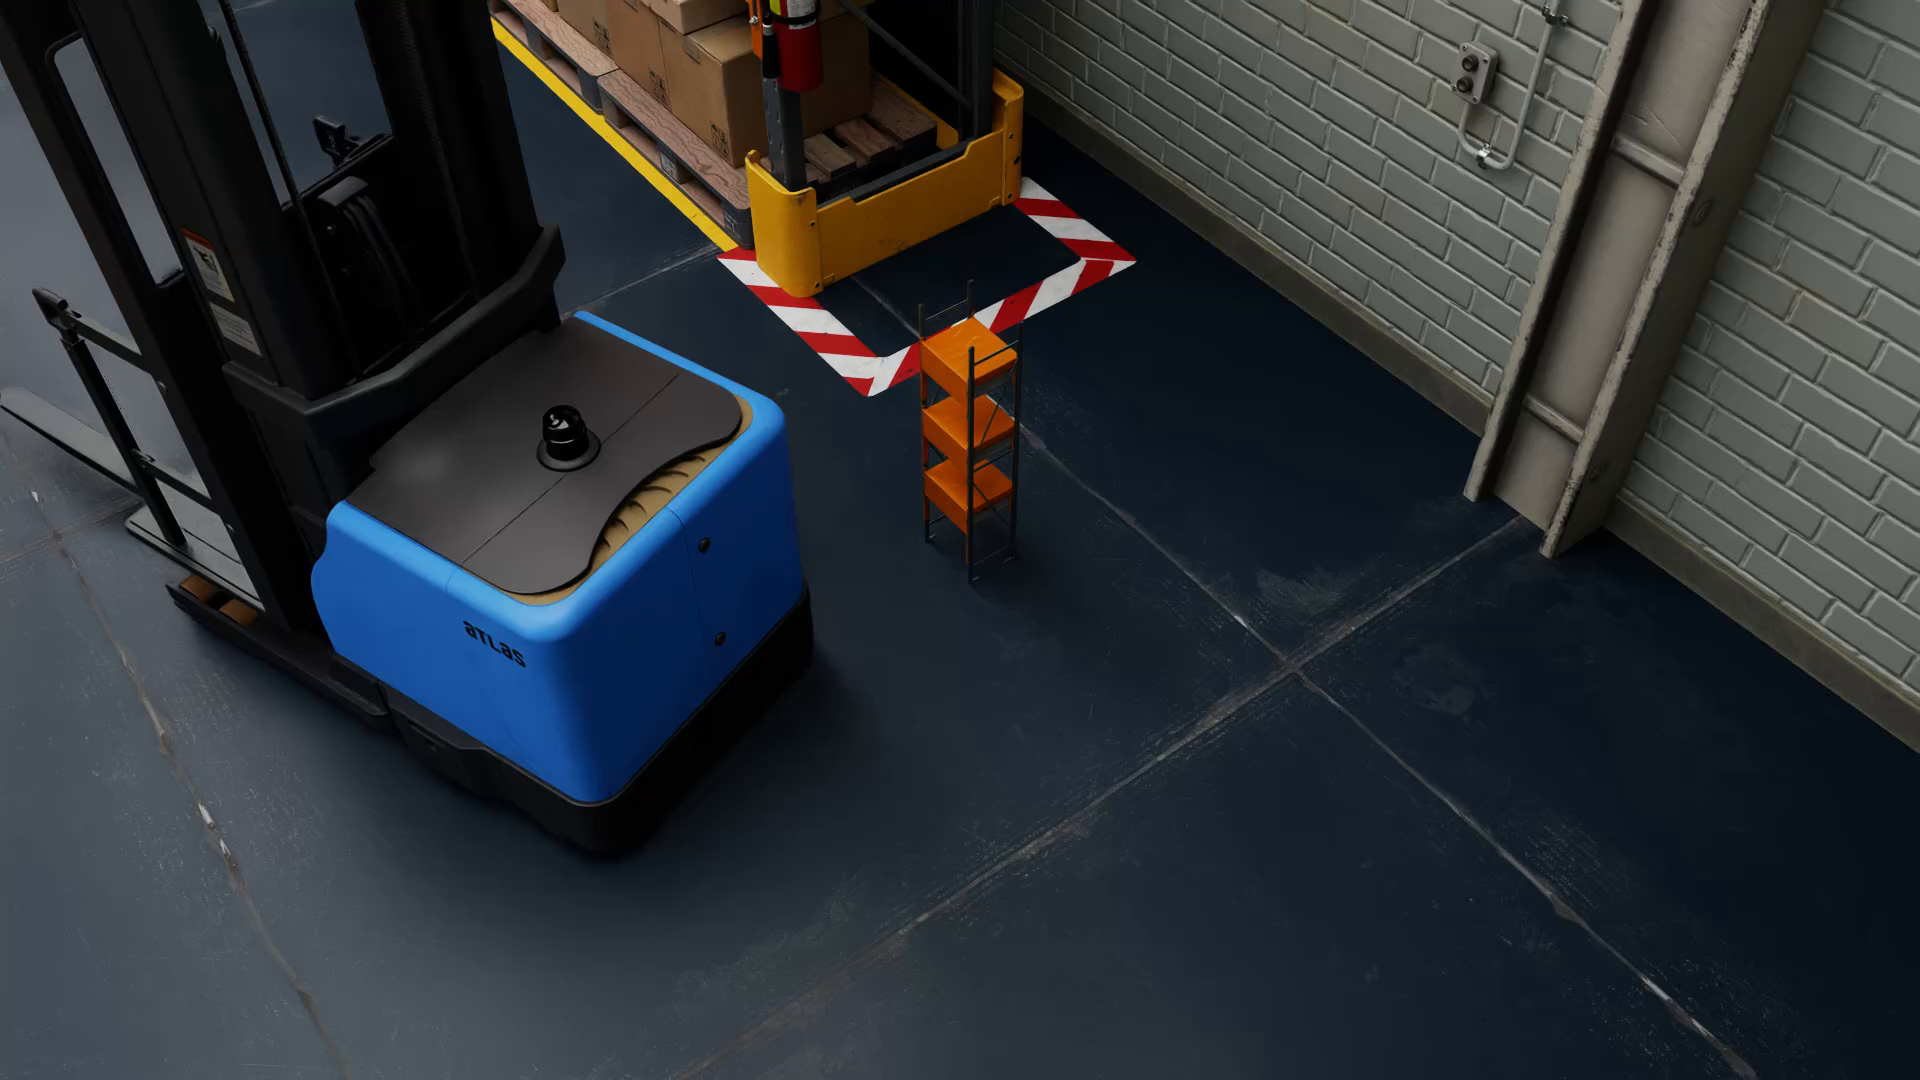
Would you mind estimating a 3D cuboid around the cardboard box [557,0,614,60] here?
[{"bbox_3d":[-1.411,-2.589,7.476,0.700,0.500,0.500,-31,55,-25],"label":"cardboard box"}]

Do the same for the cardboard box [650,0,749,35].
[{"bbox_3d":[-1.026,-2.210,6.694,0.380,0.149,0.250,-30,54,-24],"label":"cardboard box"}]

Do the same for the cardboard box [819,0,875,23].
[{"bbox_3d":[-0.568,-2.232,6.714,0.380,0.149,0.250,-29,54,-24],"label":"cardboard box"}]

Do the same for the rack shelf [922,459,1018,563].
[{"bbox_3d":[0.032,-0.127,5.546,0.215,0.259,0.240,-29,54,-24],"label":"rack shelf"}]

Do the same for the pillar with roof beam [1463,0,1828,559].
[{"bbox_3d":[-1.403,-1.208,0.771,9.100,9.000,0.400,-29,54,-24],"label":"pillar with roof beam"}]

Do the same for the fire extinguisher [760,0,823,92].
[{"bbox_3d":[-0.576,-1.881,5.735,0.296,0.674,0.183,-29,54,-24],"label":"fire extinguisher"}]

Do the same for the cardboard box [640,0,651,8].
[{"bbox_3d":[-1.181,-2.360,6.831,0.380,0.149,0.250,-28,54,-23],"label":"cardboard box"}]

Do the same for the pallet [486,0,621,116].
[{"bbox_3d":[-1.581,-2.547,7.917,1.003,0.211,1.213,-29,54,-24],"label":"pallet"}]

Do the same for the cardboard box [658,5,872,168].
[{"bbox_3d":[-0.803,-1.998,6.940,0.700,0.500,0.500,-29,54,-24],"label":"cardboard box"}]

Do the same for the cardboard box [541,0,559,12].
[{"bbox_3d":[-1.740,-2.900,7.758,0.700,0.500,0.500,-28,54,-23],"label":"cardboard box"}]

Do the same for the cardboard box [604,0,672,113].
[{"bbox_3d":[-1.106,-2.293,7.208,0.700,0.500,0.500,-30,54,-24],"label":"cardboard box"}]

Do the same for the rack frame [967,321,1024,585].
[{"bbox_3d":[0.106,-0.249,5.267,0.200,1.050,0.008,-29,54,-24],"label":"rack frame"}]

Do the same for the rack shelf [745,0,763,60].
[{"bbox_3d":[-1.511,-3.266,7.172,1.077,0.370,4.000,-29,54,-24],"label":"rack shelf"}]

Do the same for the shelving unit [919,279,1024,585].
[{"bbox_3d":[0.032,-0.321,5.332,0.215,1.050,0.252,-29,54,-24],"label":"shelving unit"}]

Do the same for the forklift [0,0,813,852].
[{"bbox_3d":[-1.986,-0.939,4.623,3.031,2.935,1.130,26,53,22],"label":"forklift"}]

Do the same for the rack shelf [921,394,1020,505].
[{"bbox_3d":[0.032,-0.314,5.340,0.215,0.259,0.240,-29,54,-24],"label":"rack shelf"}]

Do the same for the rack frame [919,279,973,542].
[{"bbox_3d":[-0.041,-0.393,5.398,0.200,1.050,0.008,-29,54,-24],"label":"rack frame"}]

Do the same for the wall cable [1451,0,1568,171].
[{"bbox_3d":[1.228,-2.339,5.160,0.084,1.984,1.851,-29,54,-24],"label":"wall cable"}]

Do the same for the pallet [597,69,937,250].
[{"bbox_3d":[-0.846,-1.828,7.265,1.003,0.211,1.213,-29,54,-24],"label":"pallet"}]

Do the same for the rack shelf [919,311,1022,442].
[{"bbox_3d":[0.032,-0.505,5.130,0.215,0.259,0.240,-29,54,-24],"label":"rack shelf"}]

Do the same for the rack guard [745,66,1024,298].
[{"bbox_3d":[-0.285,-1.475,6.750,1.175,0.500,0.348,-29,54,-24],"label":"rack guard"}]

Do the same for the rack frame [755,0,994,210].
[{"bbox_3d":[-0.300,-2.328,5.836,1.000,3.000,0.127,-29,54,-24],"label":"rack frame"}]
